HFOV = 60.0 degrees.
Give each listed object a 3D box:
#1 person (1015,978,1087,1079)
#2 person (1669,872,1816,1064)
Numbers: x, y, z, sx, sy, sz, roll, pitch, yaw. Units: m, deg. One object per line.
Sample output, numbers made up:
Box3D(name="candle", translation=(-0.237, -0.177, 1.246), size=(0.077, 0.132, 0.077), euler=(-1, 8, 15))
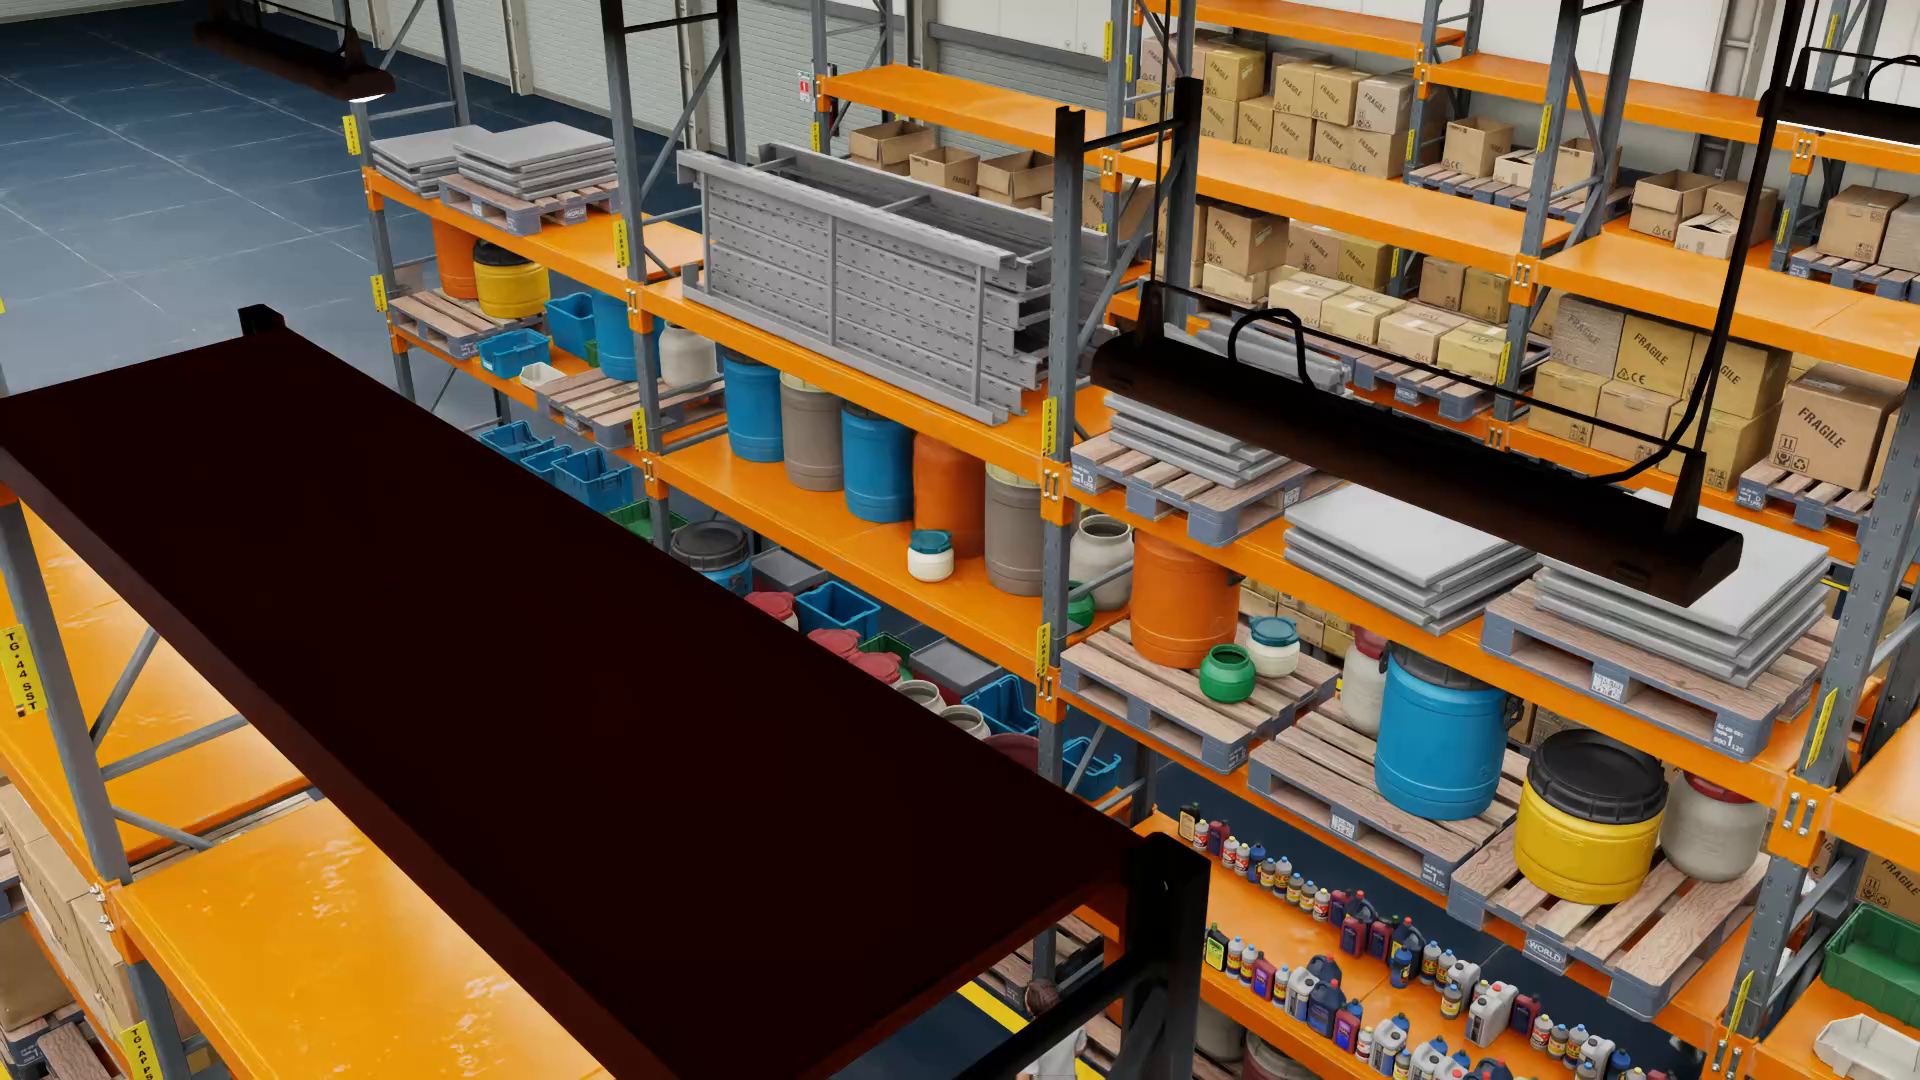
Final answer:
Box3D(name="person", translation=(0.511, 3.168, 9.279), size=(0.600, 1.585, 0.702), euler=(-18, 33, -30))
Box3D(name="person", translation=(4.710, 2.655, 10.025), size=(0.529, 1.765, 0.625), euler=(1, 28, 3))
